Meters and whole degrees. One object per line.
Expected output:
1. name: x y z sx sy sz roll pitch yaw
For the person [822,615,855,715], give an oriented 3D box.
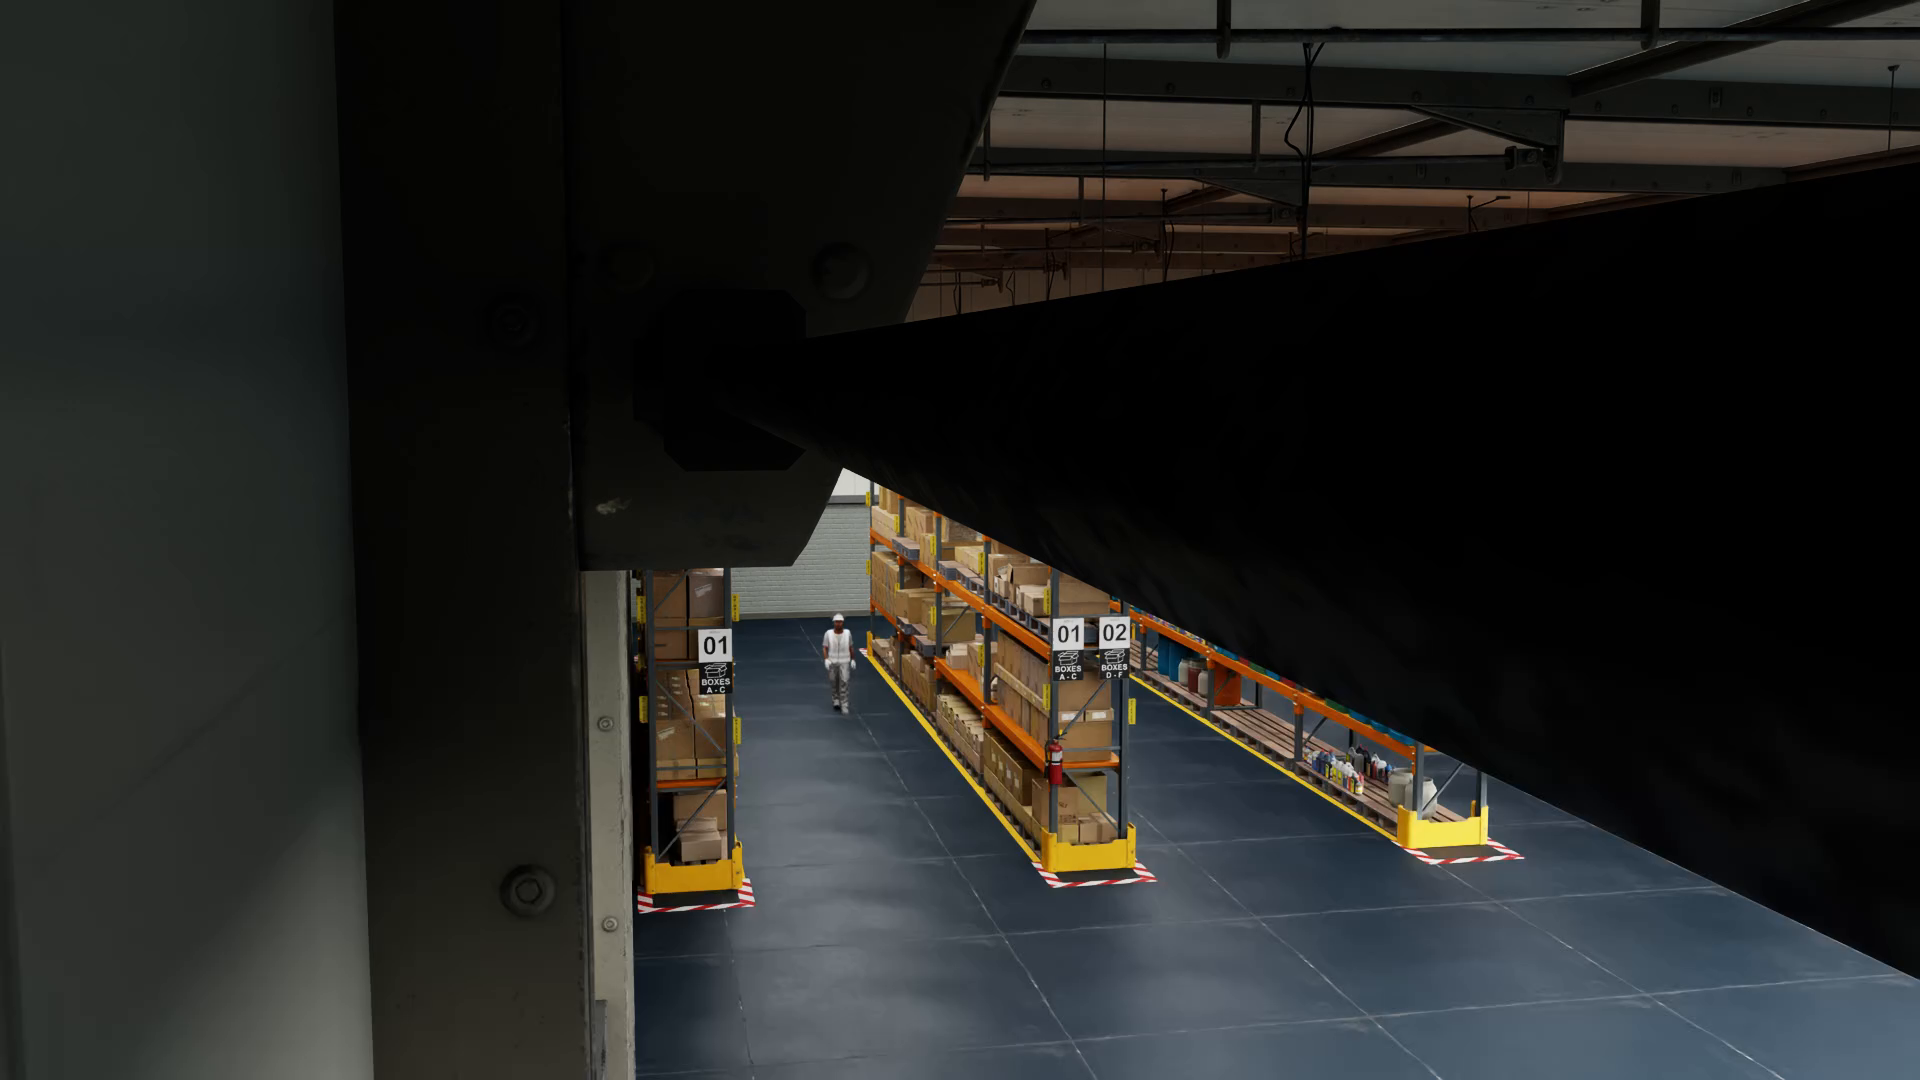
1. person: -2.241 2.258 30.558 0.583 1.751 0.925 0 6 3
